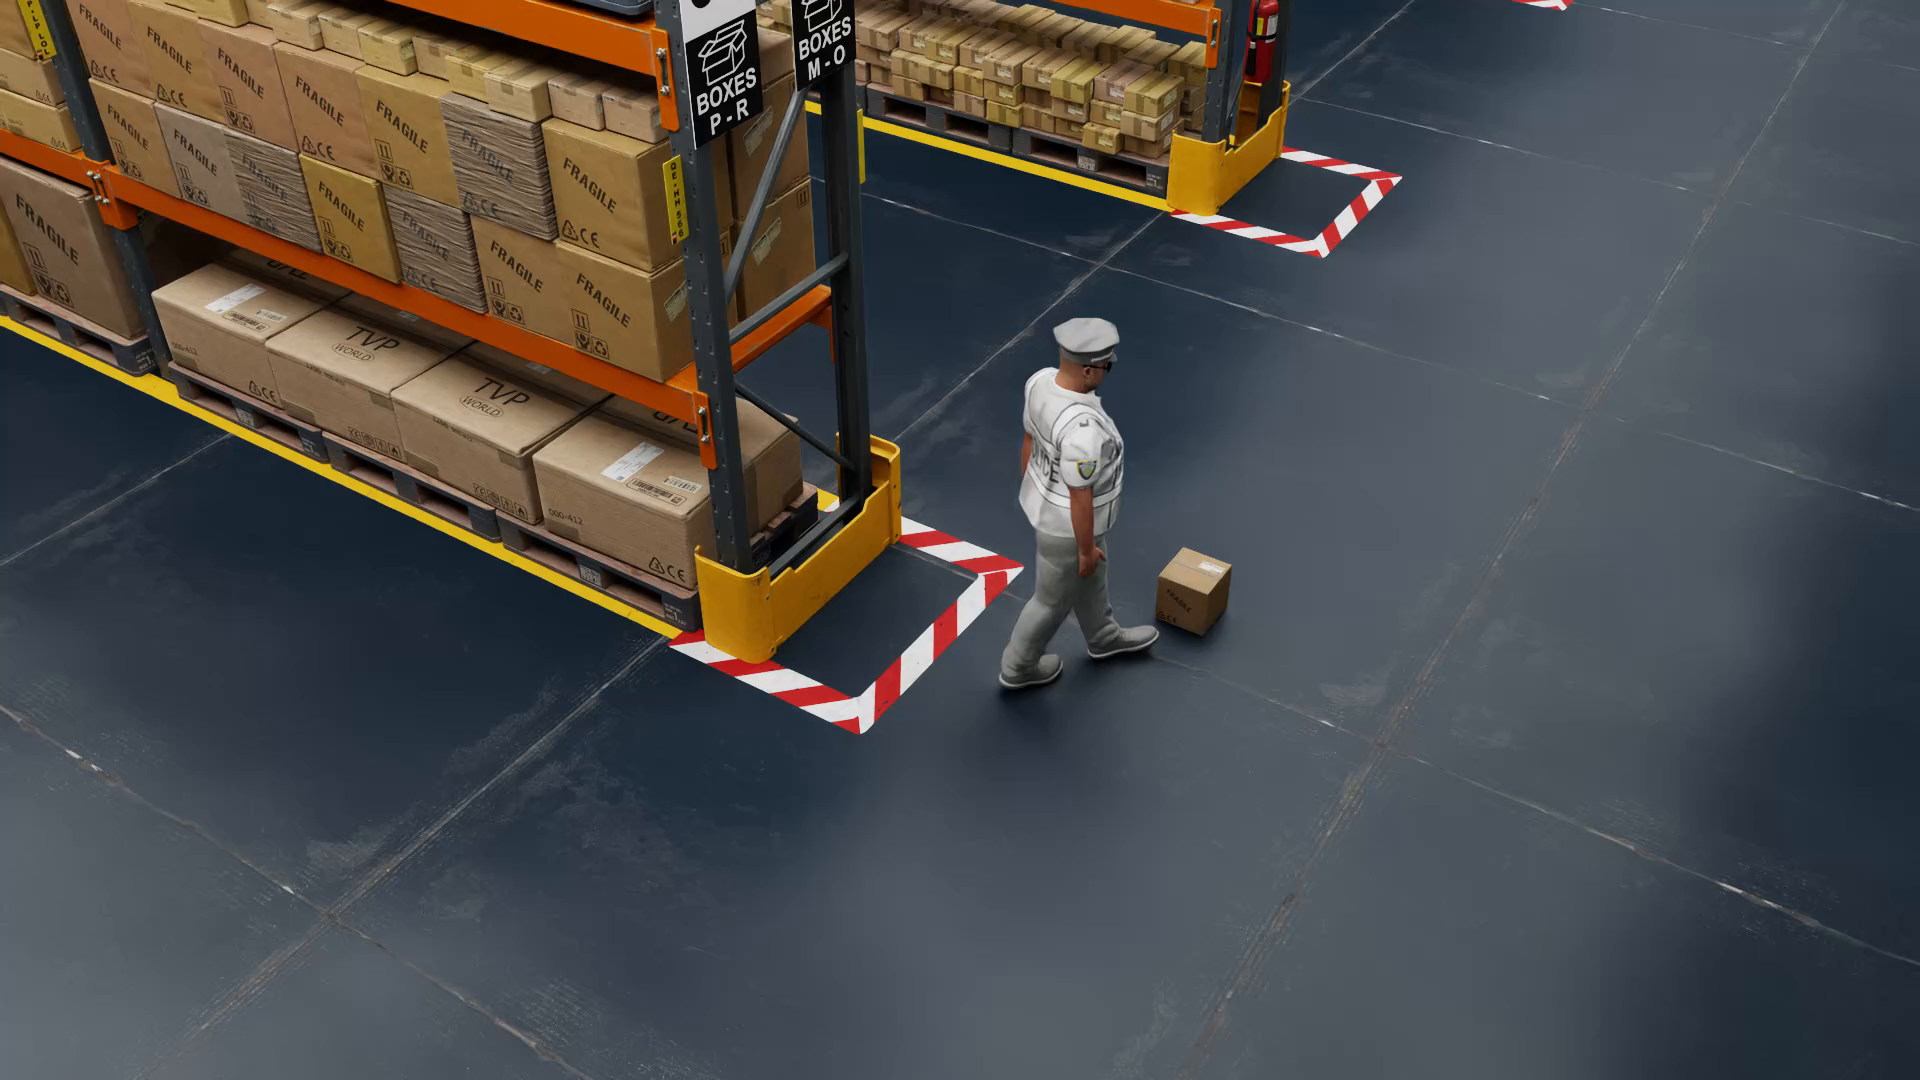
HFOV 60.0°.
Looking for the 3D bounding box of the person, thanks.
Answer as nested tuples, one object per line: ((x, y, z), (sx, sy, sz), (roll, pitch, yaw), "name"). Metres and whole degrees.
((0.525, -0.124, 6.837), (0.767, 1.732, 0.550), (-9, 39, -11), "person")
